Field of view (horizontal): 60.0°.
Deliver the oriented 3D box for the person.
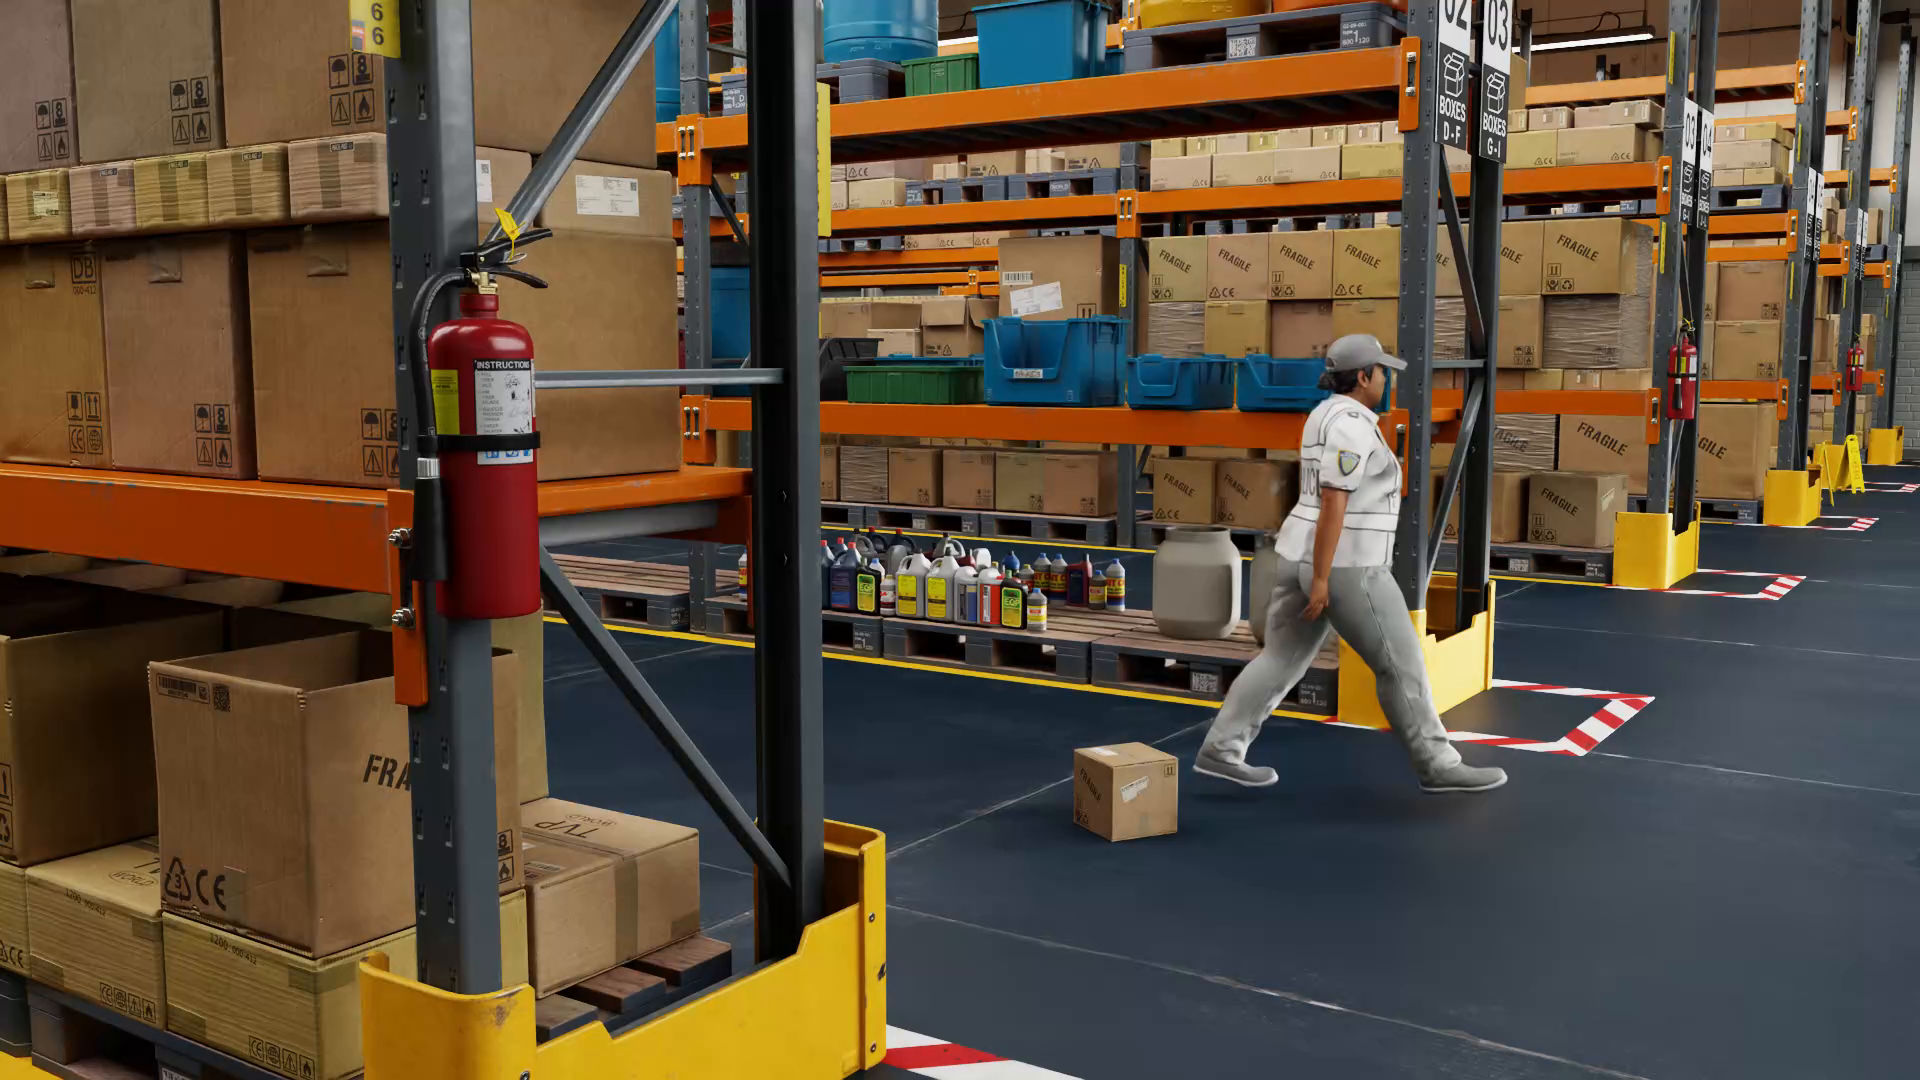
[{"bbox_3d":[1.349,0.080,5.802,1.060,1.593,0.489,-1,7,-9],"label":"person"}]
